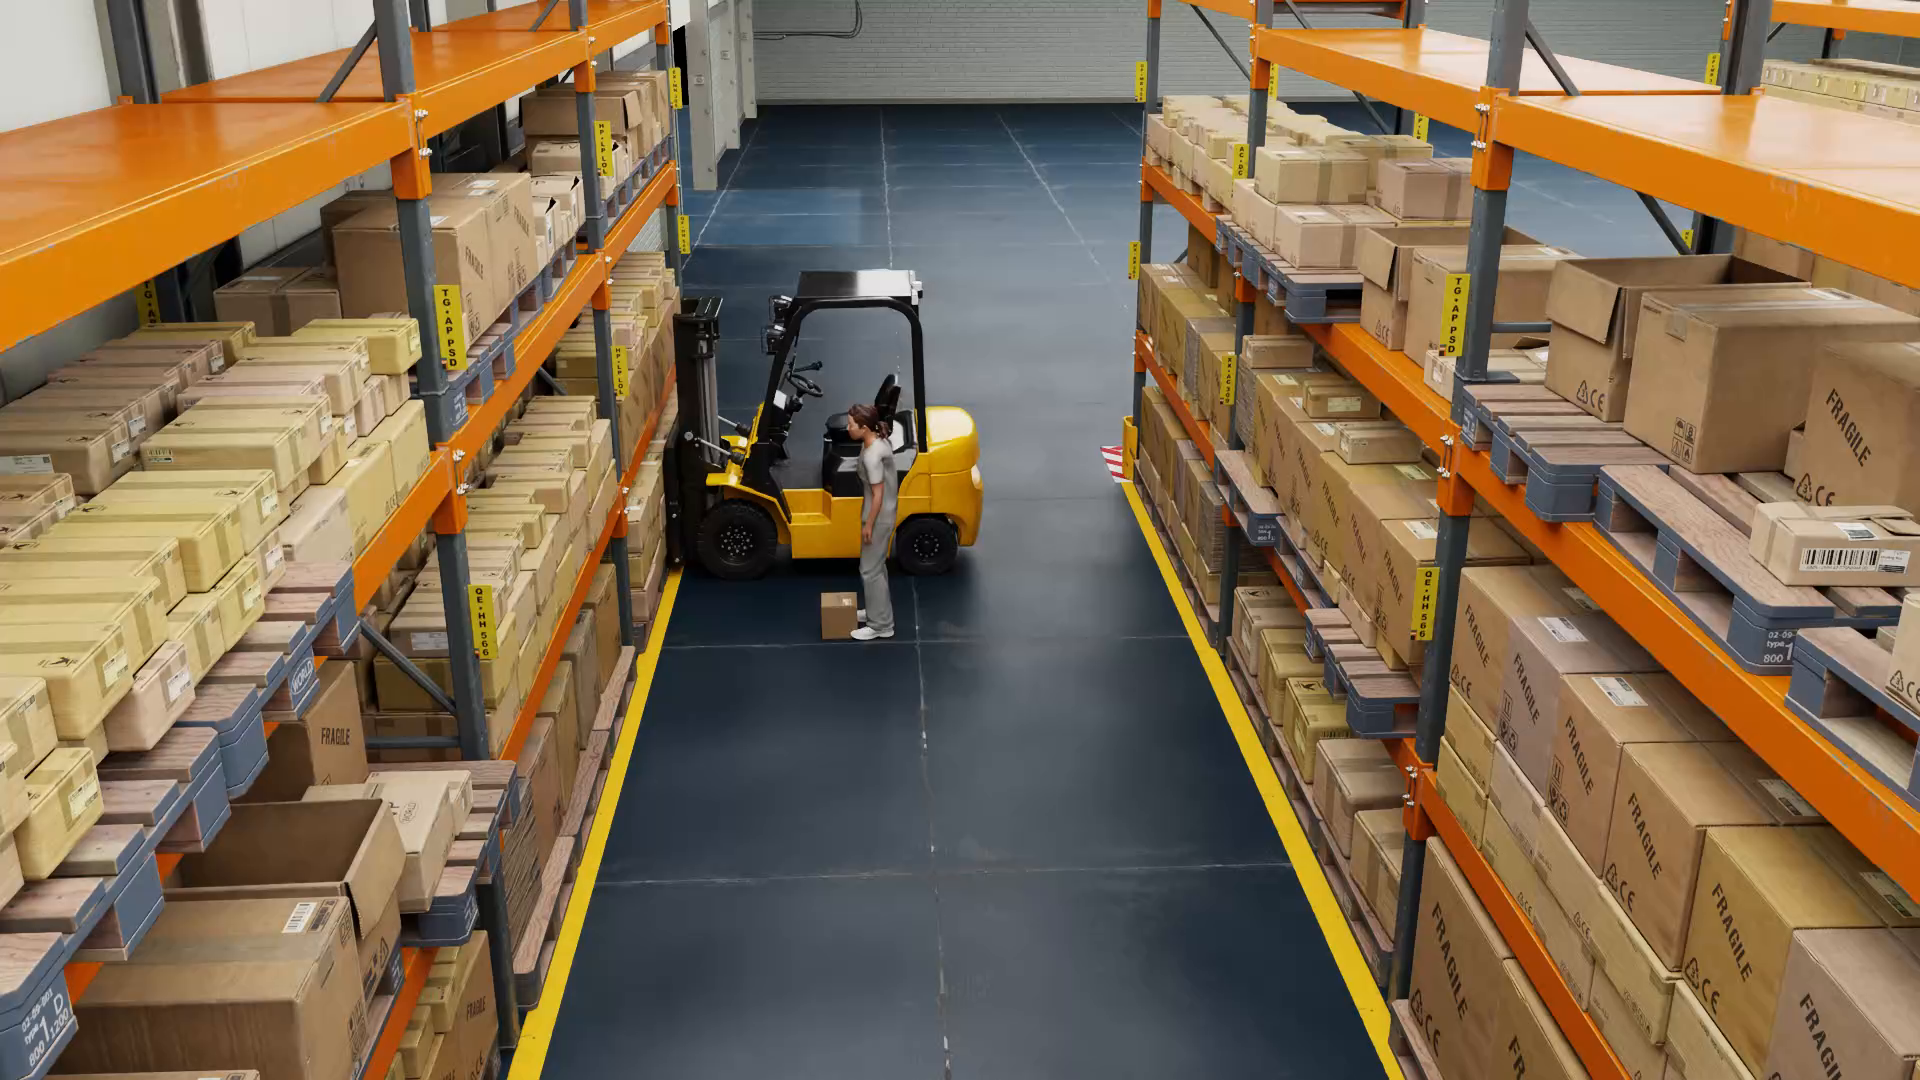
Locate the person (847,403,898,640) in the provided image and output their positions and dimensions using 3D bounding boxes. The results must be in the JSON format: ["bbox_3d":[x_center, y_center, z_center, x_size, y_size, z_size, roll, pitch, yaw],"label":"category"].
[{"bbox_3d":[-0.602,-0.144,11.464,0.357,1.673,0.486,-1,20,-3],"label":"person"}]
